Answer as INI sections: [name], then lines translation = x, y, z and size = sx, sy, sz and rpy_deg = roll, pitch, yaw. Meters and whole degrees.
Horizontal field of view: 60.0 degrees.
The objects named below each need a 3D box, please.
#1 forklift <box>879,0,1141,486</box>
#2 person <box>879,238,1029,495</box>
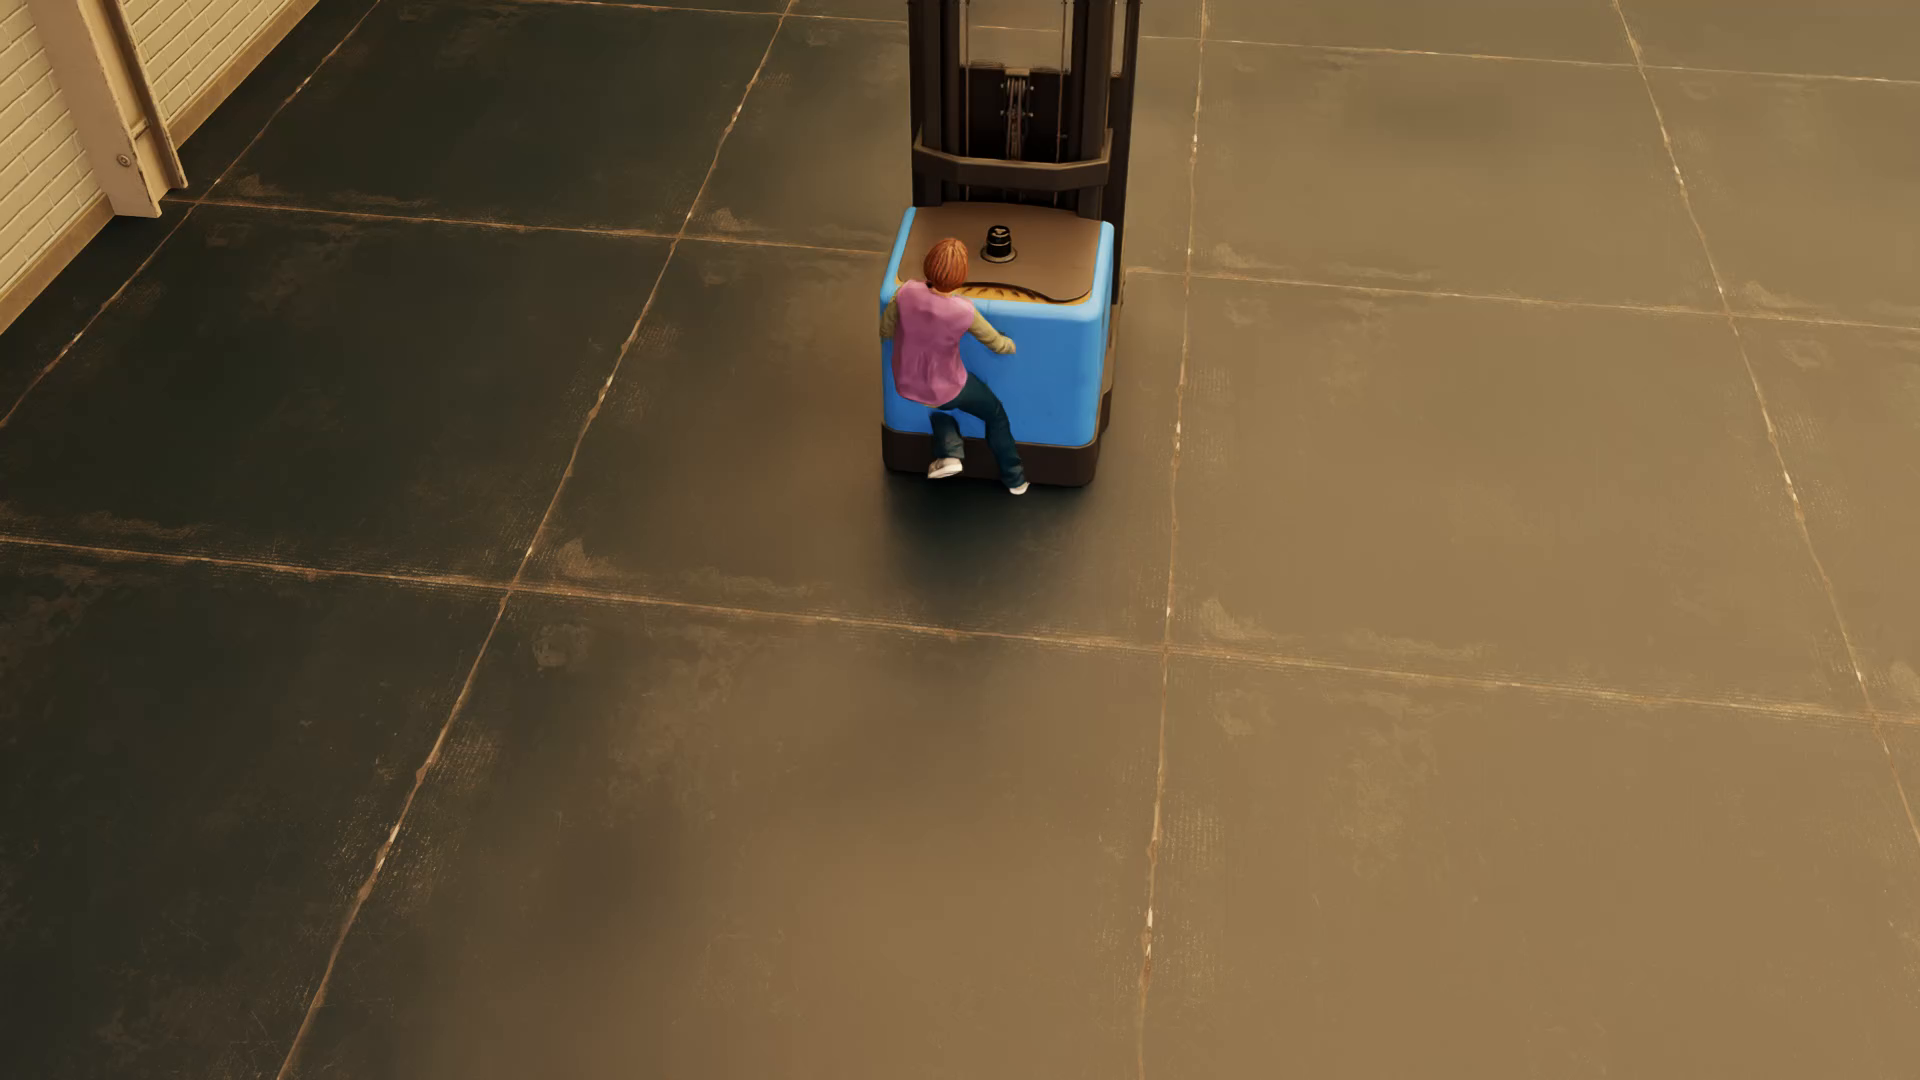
[forklift]
translation = 0.336, -2.340, 8.272
size = 1.130, 2.935, 3.031
rpy_deg = 5, 43, 6
[person]
translation = 0.005, -0.821, 7.682
size = 0.660, 1.478, 0.587
rpy_deg = 16, 45, 17
